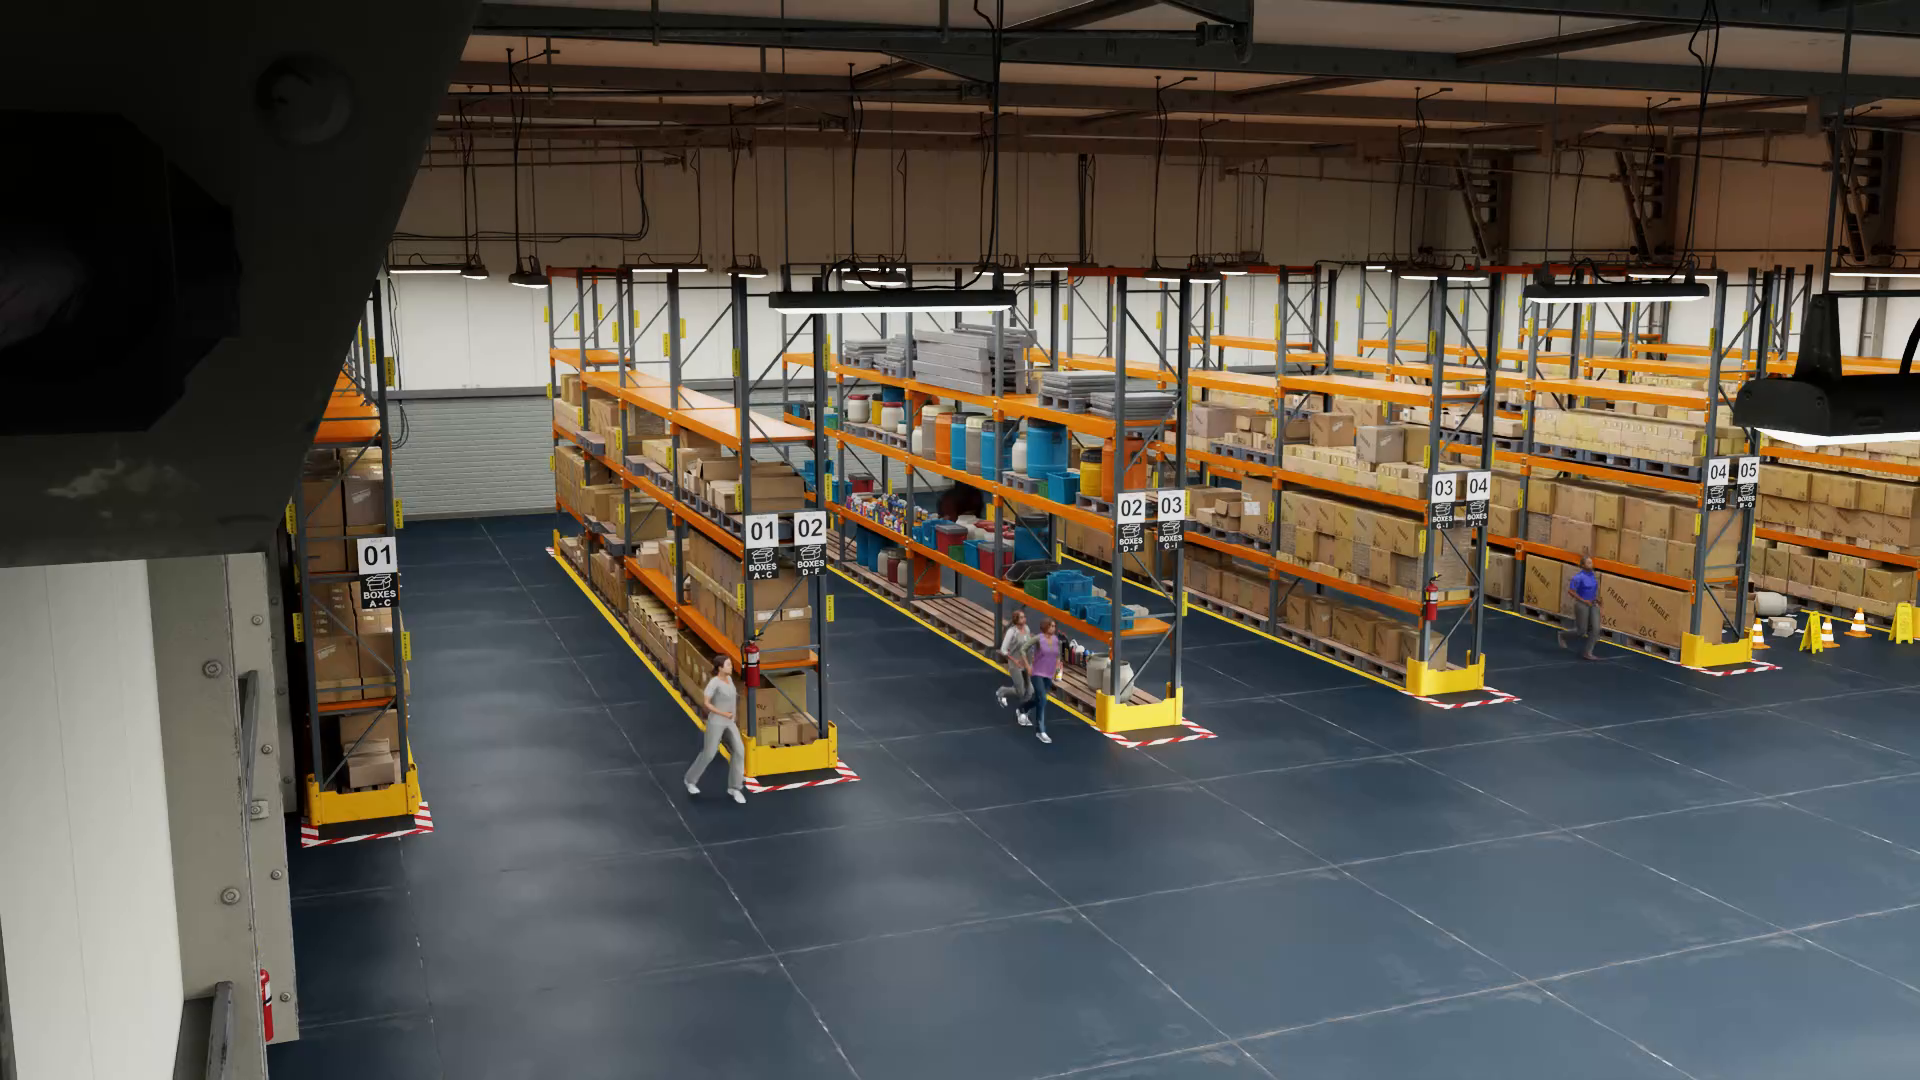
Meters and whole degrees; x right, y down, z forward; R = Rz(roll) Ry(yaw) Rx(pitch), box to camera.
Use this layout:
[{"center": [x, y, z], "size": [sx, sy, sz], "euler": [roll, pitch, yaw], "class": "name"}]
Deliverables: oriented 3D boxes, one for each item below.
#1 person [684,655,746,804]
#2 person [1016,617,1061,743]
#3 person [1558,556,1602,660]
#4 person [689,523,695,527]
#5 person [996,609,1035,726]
[{"center": [-2.777, 2.171, 19.433], "size": [0.846, 1.684, 0.643], "euler": [6, 12, 32], "class": "person"}, {"center": [1.073, 1.791, 21.886], "size": [0.575, 1.579, 0.817], "euler": [-7, 12, -34], "class": "person"}, {"center": [9.762, 1.046, 26.032], "size": [0.615, 1.602, 0.664], "euler": [-6, 12, -31], "class": "person"}, {"center": [-5.326, -0.371, 33.774], "size": [0.725, 1.780, 0.927], "euler": [-7, 12, -33], "class": "person"}, {"center": [0.779, 1.698, 22.452], "size": [0.536, 1.565, 0.651], "euler": [-8, 13, -38], "class": "person"}]
